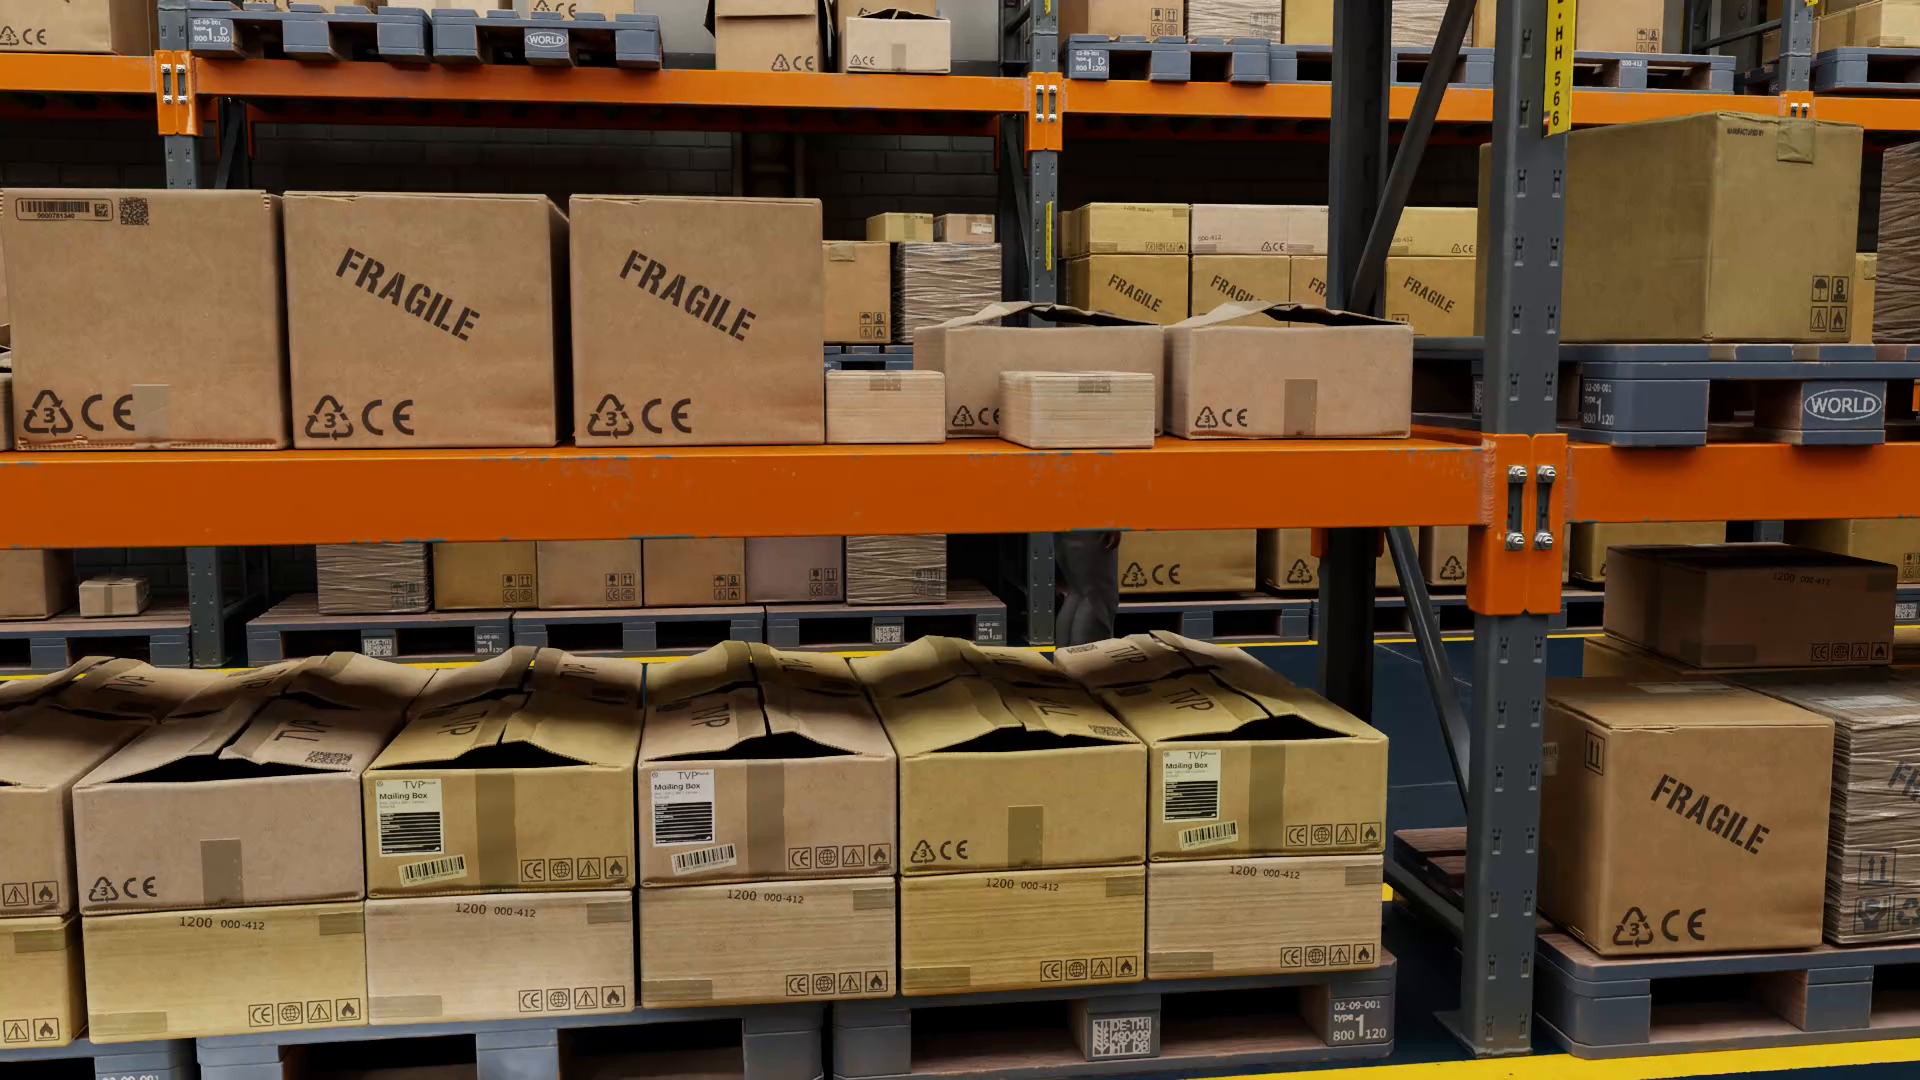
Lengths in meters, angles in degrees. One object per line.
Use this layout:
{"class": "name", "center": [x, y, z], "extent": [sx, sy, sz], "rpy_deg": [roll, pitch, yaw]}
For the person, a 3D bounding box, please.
{"class": "person", "center": [0.533, -0.117, 6.871], "extent": [0.347, 1.656, 0.529], "rpy_deg": [-1, 7, -11]}
